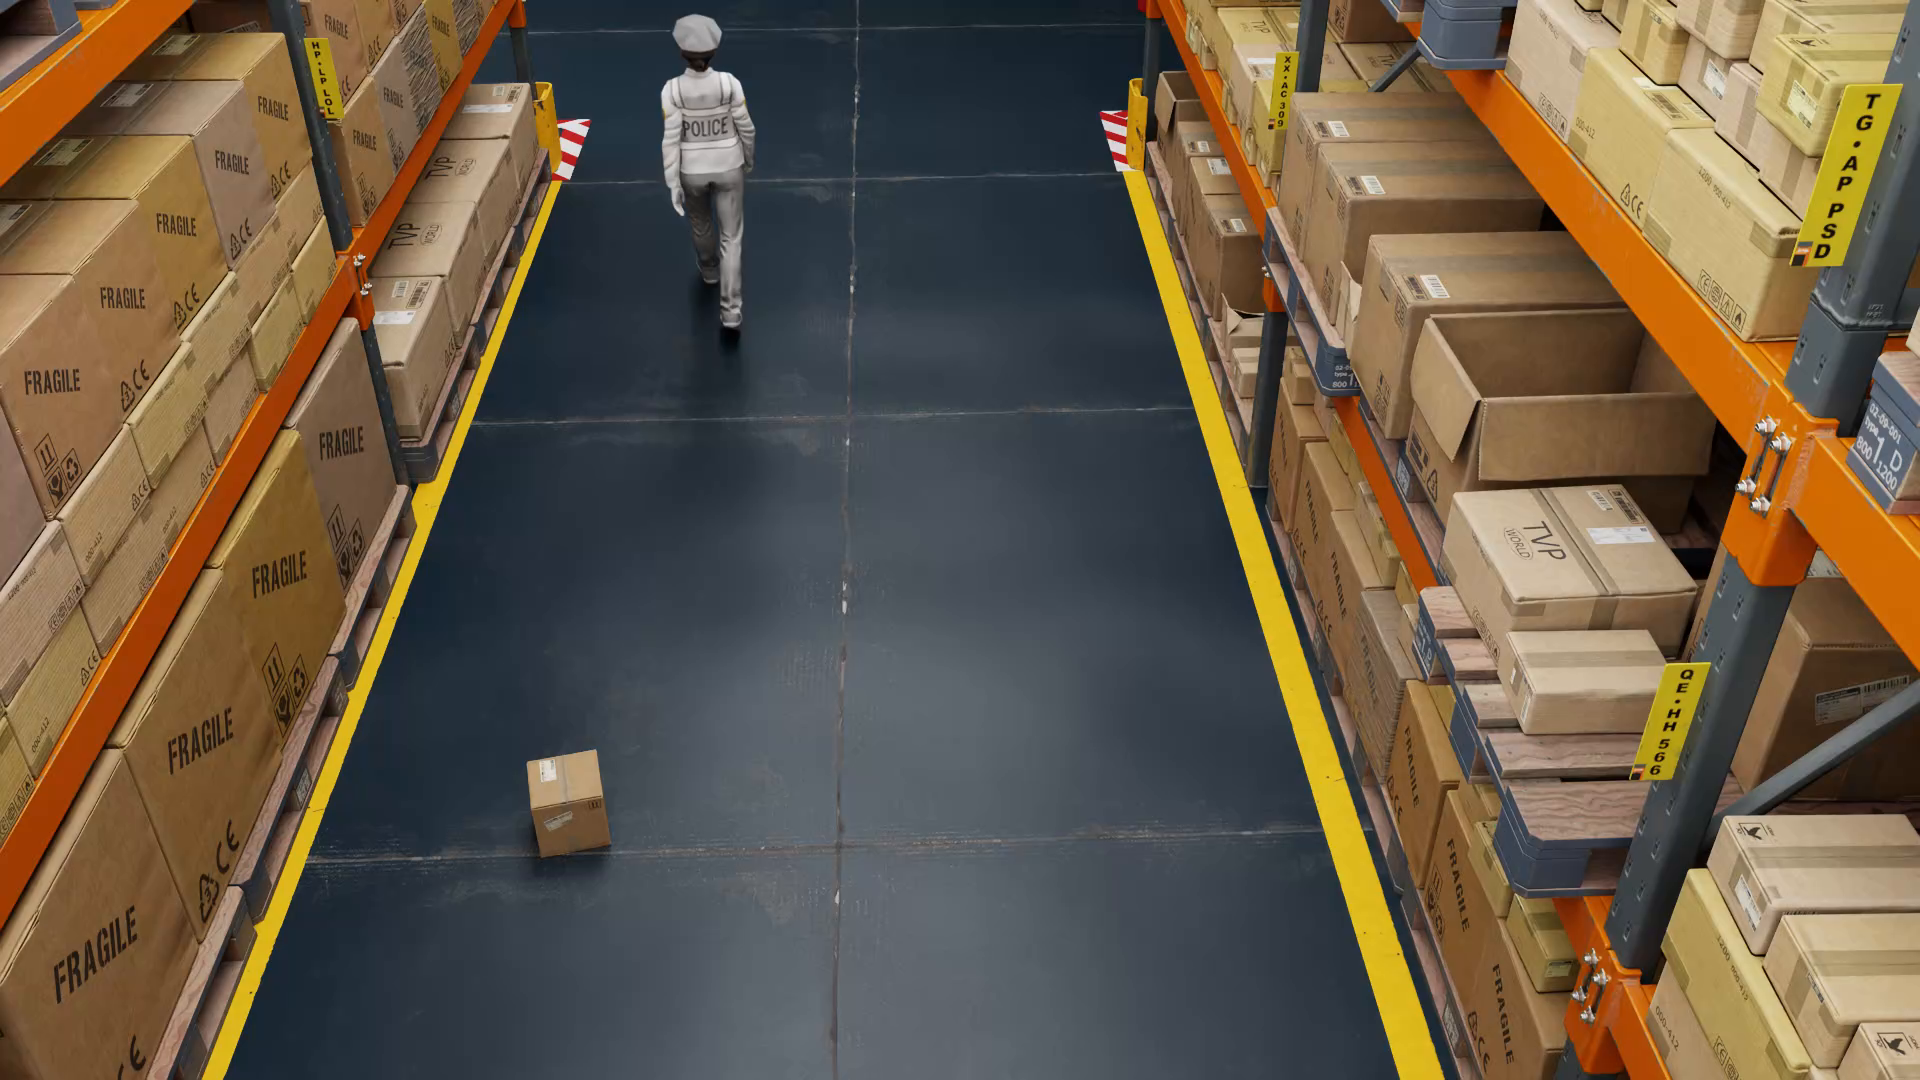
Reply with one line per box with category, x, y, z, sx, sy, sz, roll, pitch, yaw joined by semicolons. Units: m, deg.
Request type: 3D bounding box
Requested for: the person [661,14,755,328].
person;-1.332;-2.015;8.949;0.486;1.639;1.013;-3;36;-4
